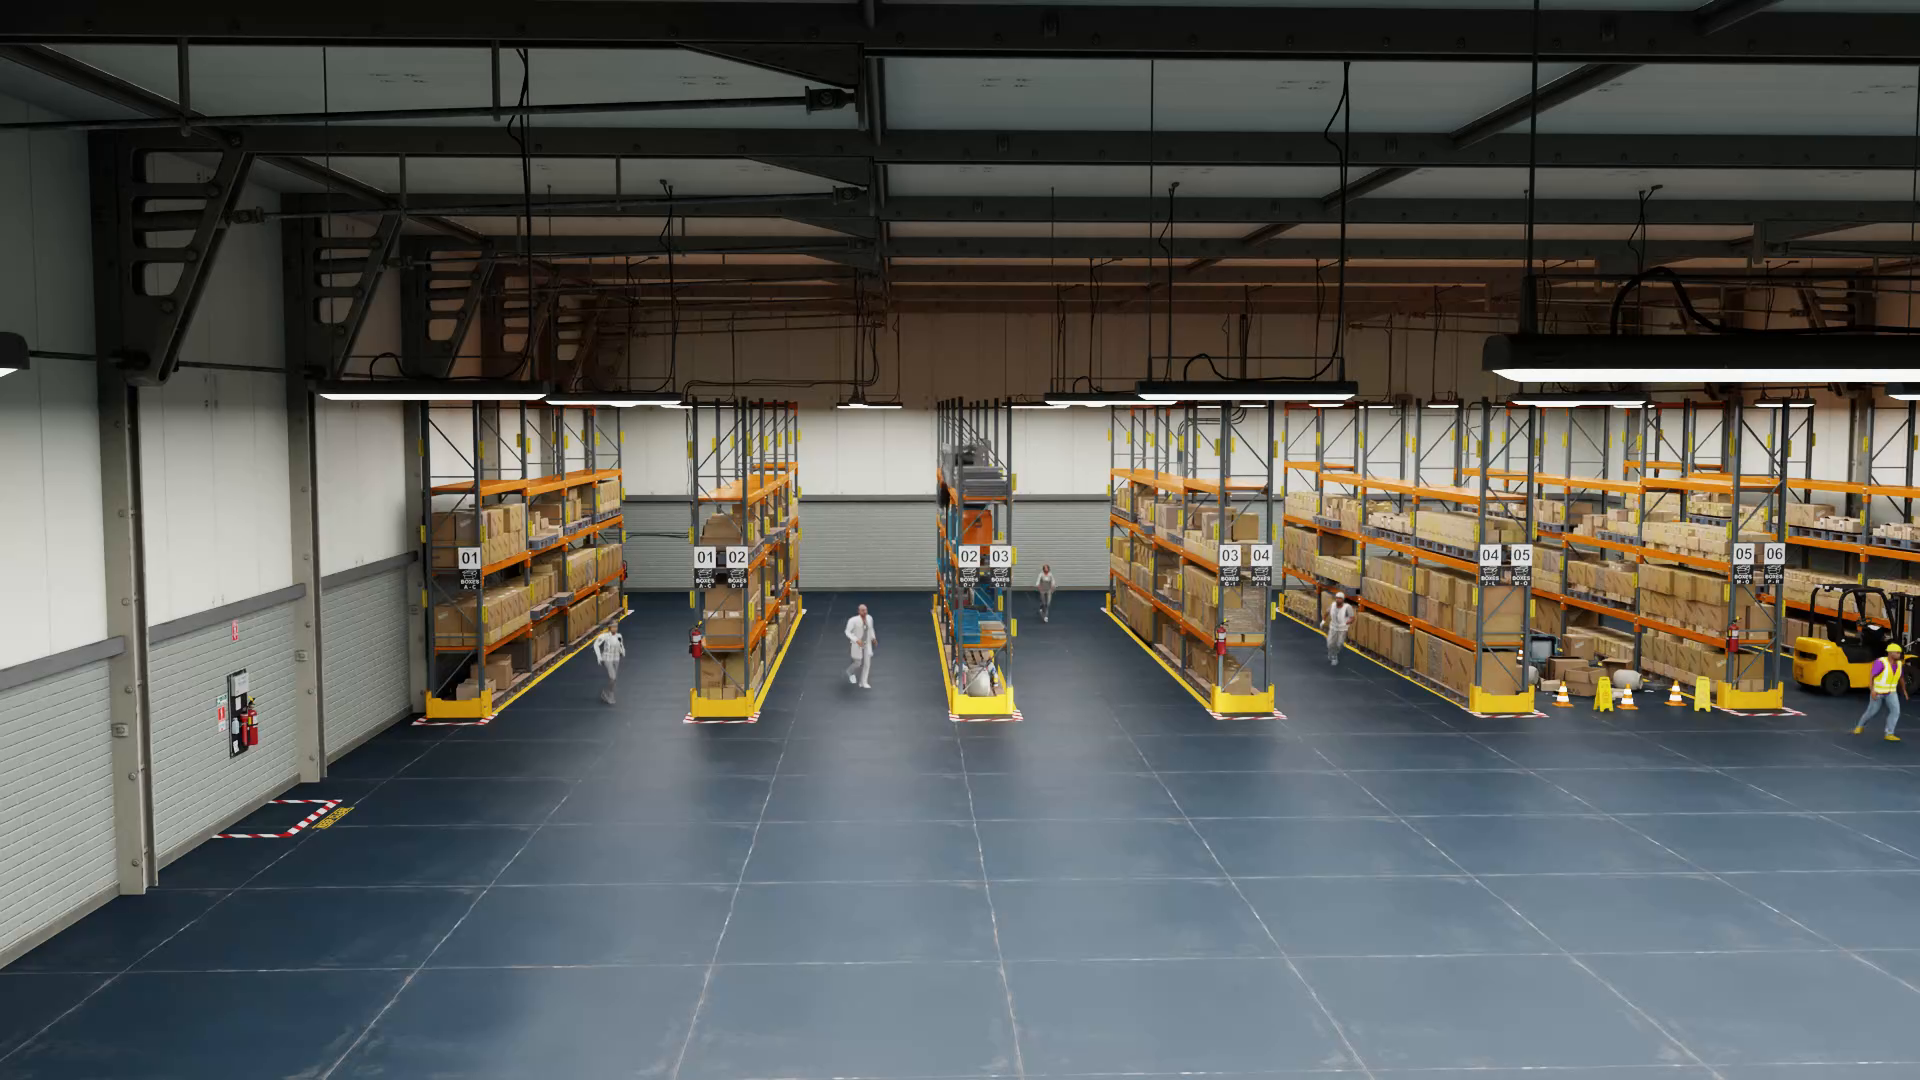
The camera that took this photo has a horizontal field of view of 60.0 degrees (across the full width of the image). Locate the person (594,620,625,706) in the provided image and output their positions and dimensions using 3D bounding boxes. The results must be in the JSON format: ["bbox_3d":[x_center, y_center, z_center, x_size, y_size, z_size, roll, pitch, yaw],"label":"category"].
[{"bbox_3d":[-6.831,2.391,32.530,0.559,1.702,0.775,-4,6,-42],"label":"person"}]

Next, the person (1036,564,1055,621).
[{"bbox_3d":[2.345,1.437,45.618,0.520,1.559,0.601,-1,4,-7],"label":"person"}]

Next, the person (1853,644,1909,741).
[{"bbox_3d":[16.162,2.634,29.157,0.772,1.698,0.838,-1,5,-14],"label":"person"}]

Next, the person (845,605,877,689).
[{"bbox_3d":[-2.108,2.194,34.573,0.705,1.735,0.862,-2,5,-28],"label":"person"}]

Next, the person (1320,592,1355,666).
[{"bbox_3d":[8.540,2.004,37.574,0.788,1.682,0.561,2,5,24],"label":"person"}]
